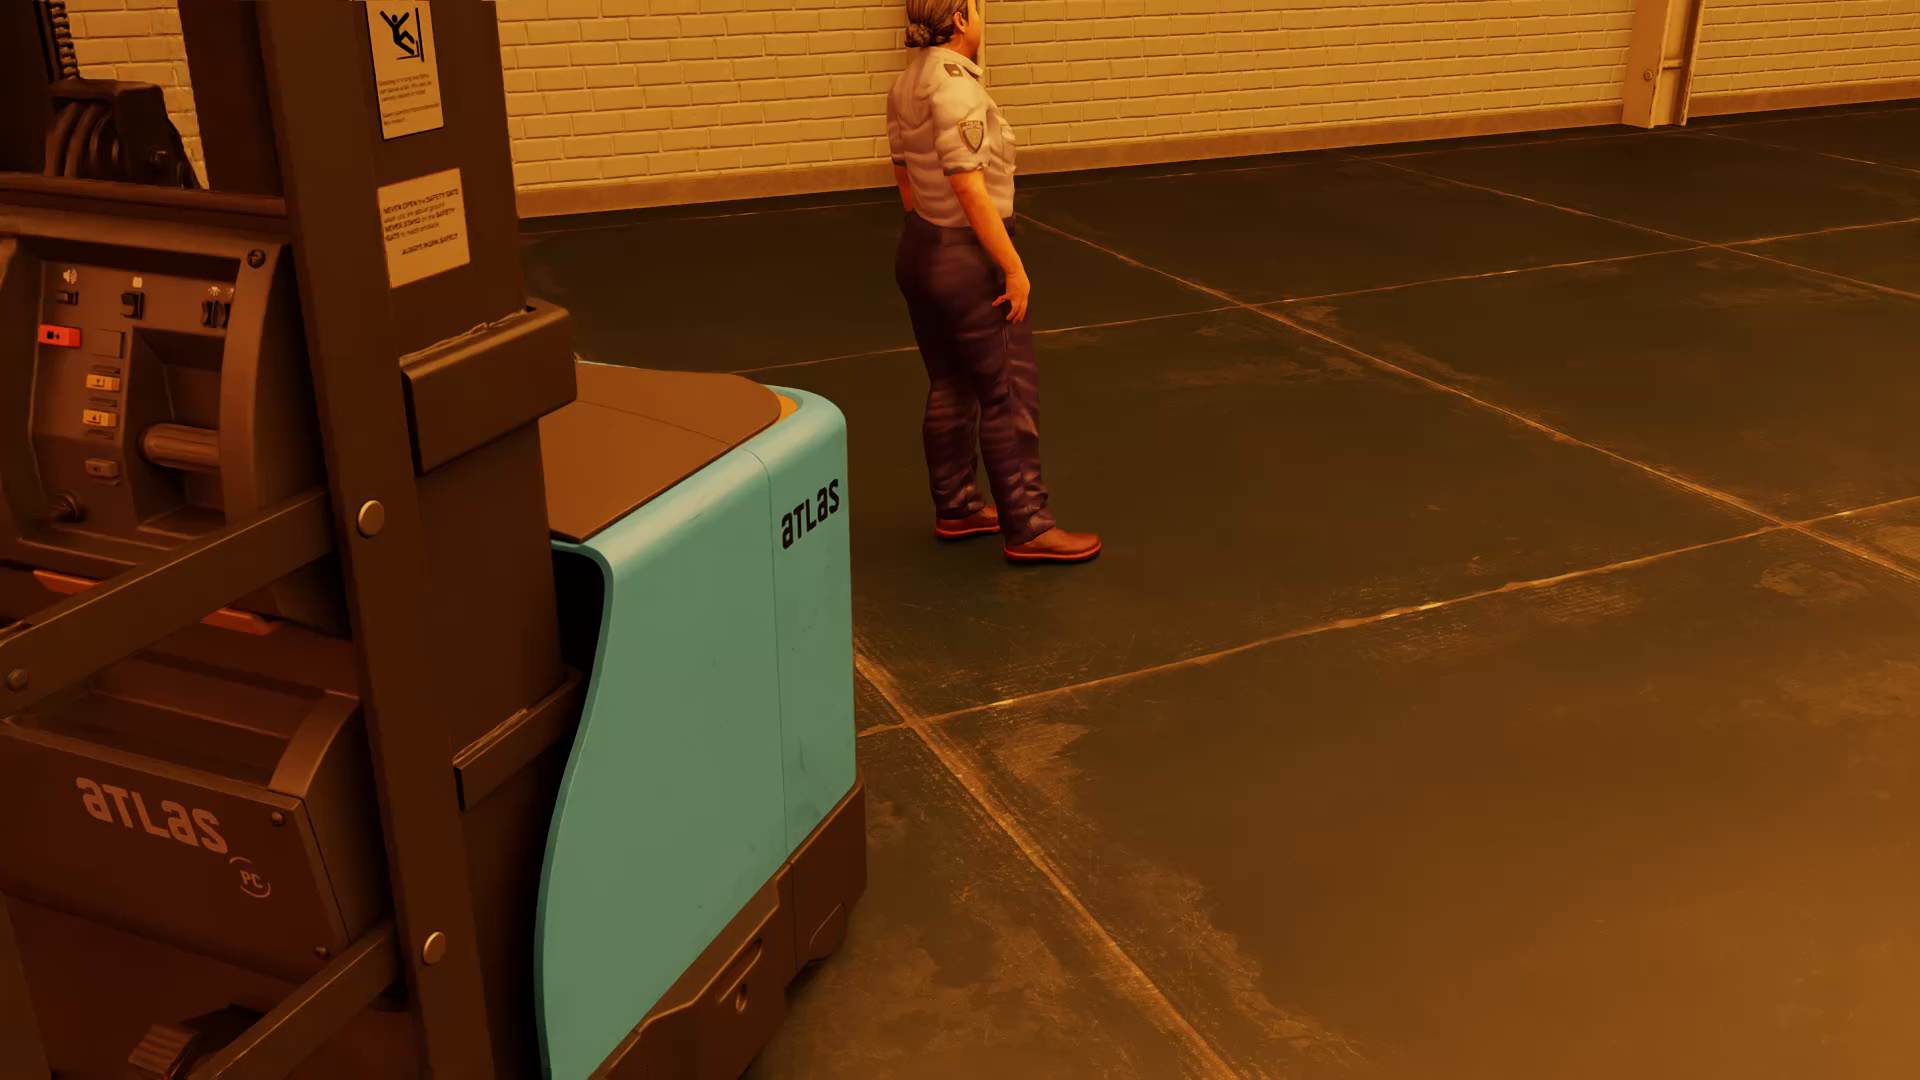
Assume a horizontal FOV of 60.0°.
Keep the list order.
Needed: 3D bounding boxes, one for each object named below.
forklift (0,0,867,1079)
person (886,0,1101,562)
[{"bbox_3d":[-1.216,-0.171,1.698,1.130,2.935,3.031,9,24,21],"label":"forklift"},{"bbox_3d":[0.091,-0.771,4.805,0.503,1.643,0.598,-10,25,-23],"label":"person"}]
